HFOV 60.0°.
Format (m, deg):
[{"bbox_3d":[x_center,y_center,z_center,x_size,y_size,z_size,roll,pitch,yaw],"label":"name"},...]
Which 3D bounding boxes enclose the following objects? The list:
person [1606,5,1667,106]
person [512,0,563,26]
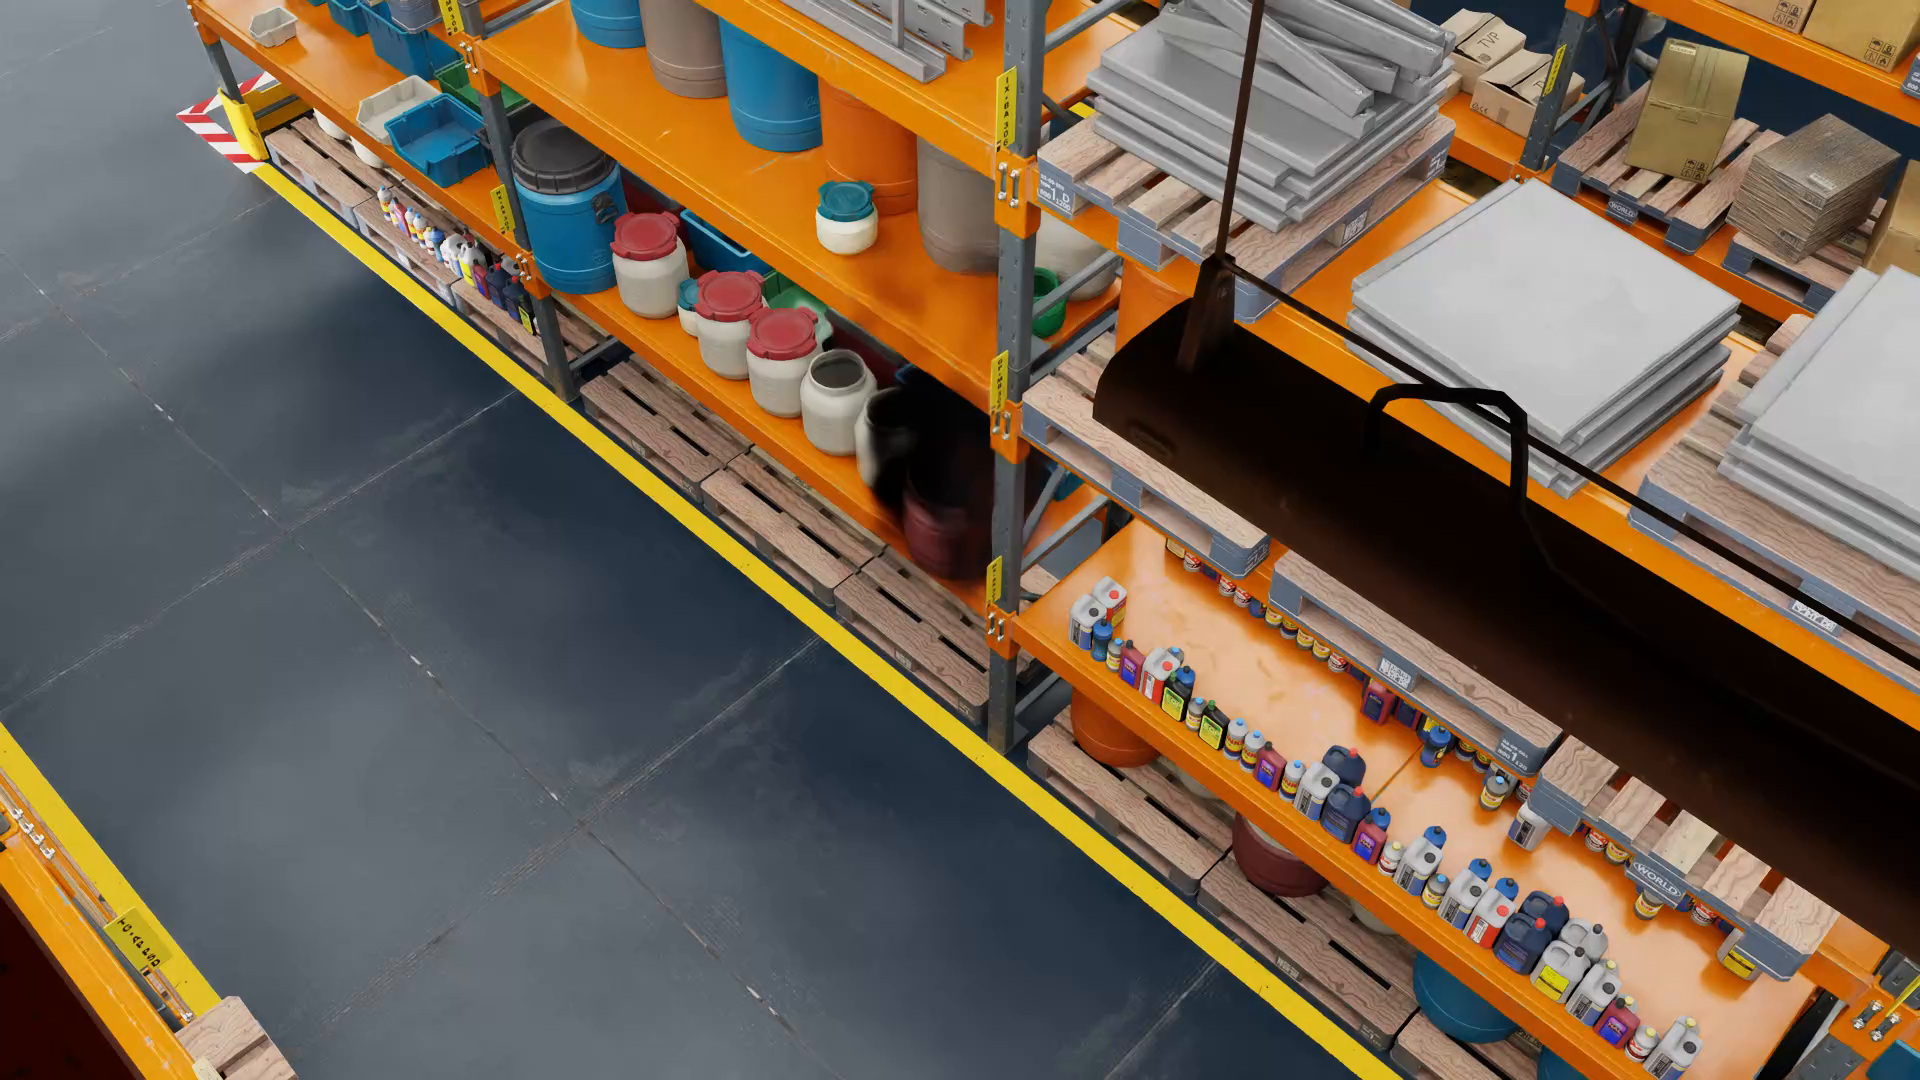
[{"bbox_3d":[5.272,-3.935,12.694,0.549,1.545,0.538,24,54,19],"label":"person"},{"bbox_3d":[-3.192,-4.091,12.617,0.896,1.797,0.676,22,53,17],"label":"person"}]
